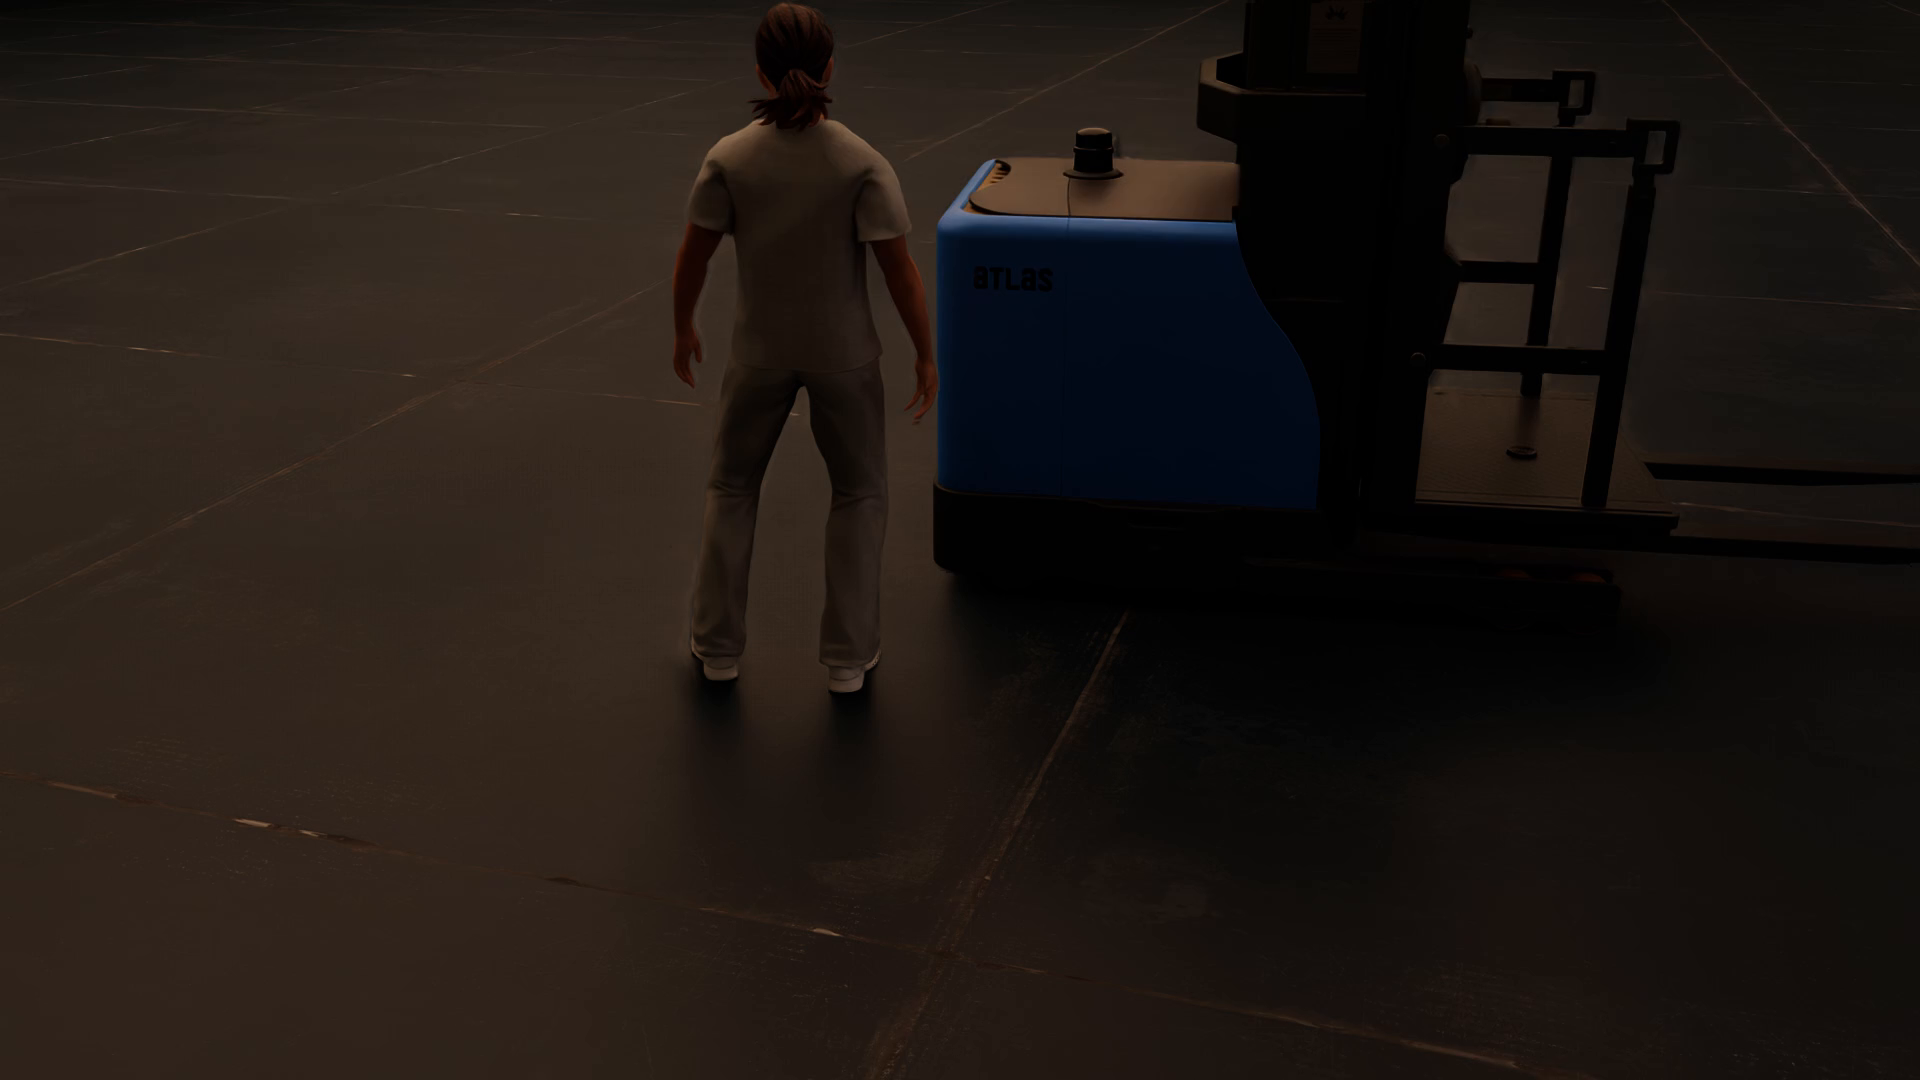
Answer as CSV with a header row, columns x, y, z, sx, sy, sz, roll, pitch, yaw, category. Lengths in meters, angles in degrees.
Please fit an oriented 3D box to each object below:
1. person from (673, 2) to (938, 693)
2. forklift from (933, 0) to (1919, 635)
x,y,z,sx,sy,sz,roll,pitch,yaw,category
-0.391,-0.433,4.009,0.679,1.650,0.327,2,23,5,person
1.485,-1.315,4.465,3.031,2.935,1.130,3,23,8,forklift
